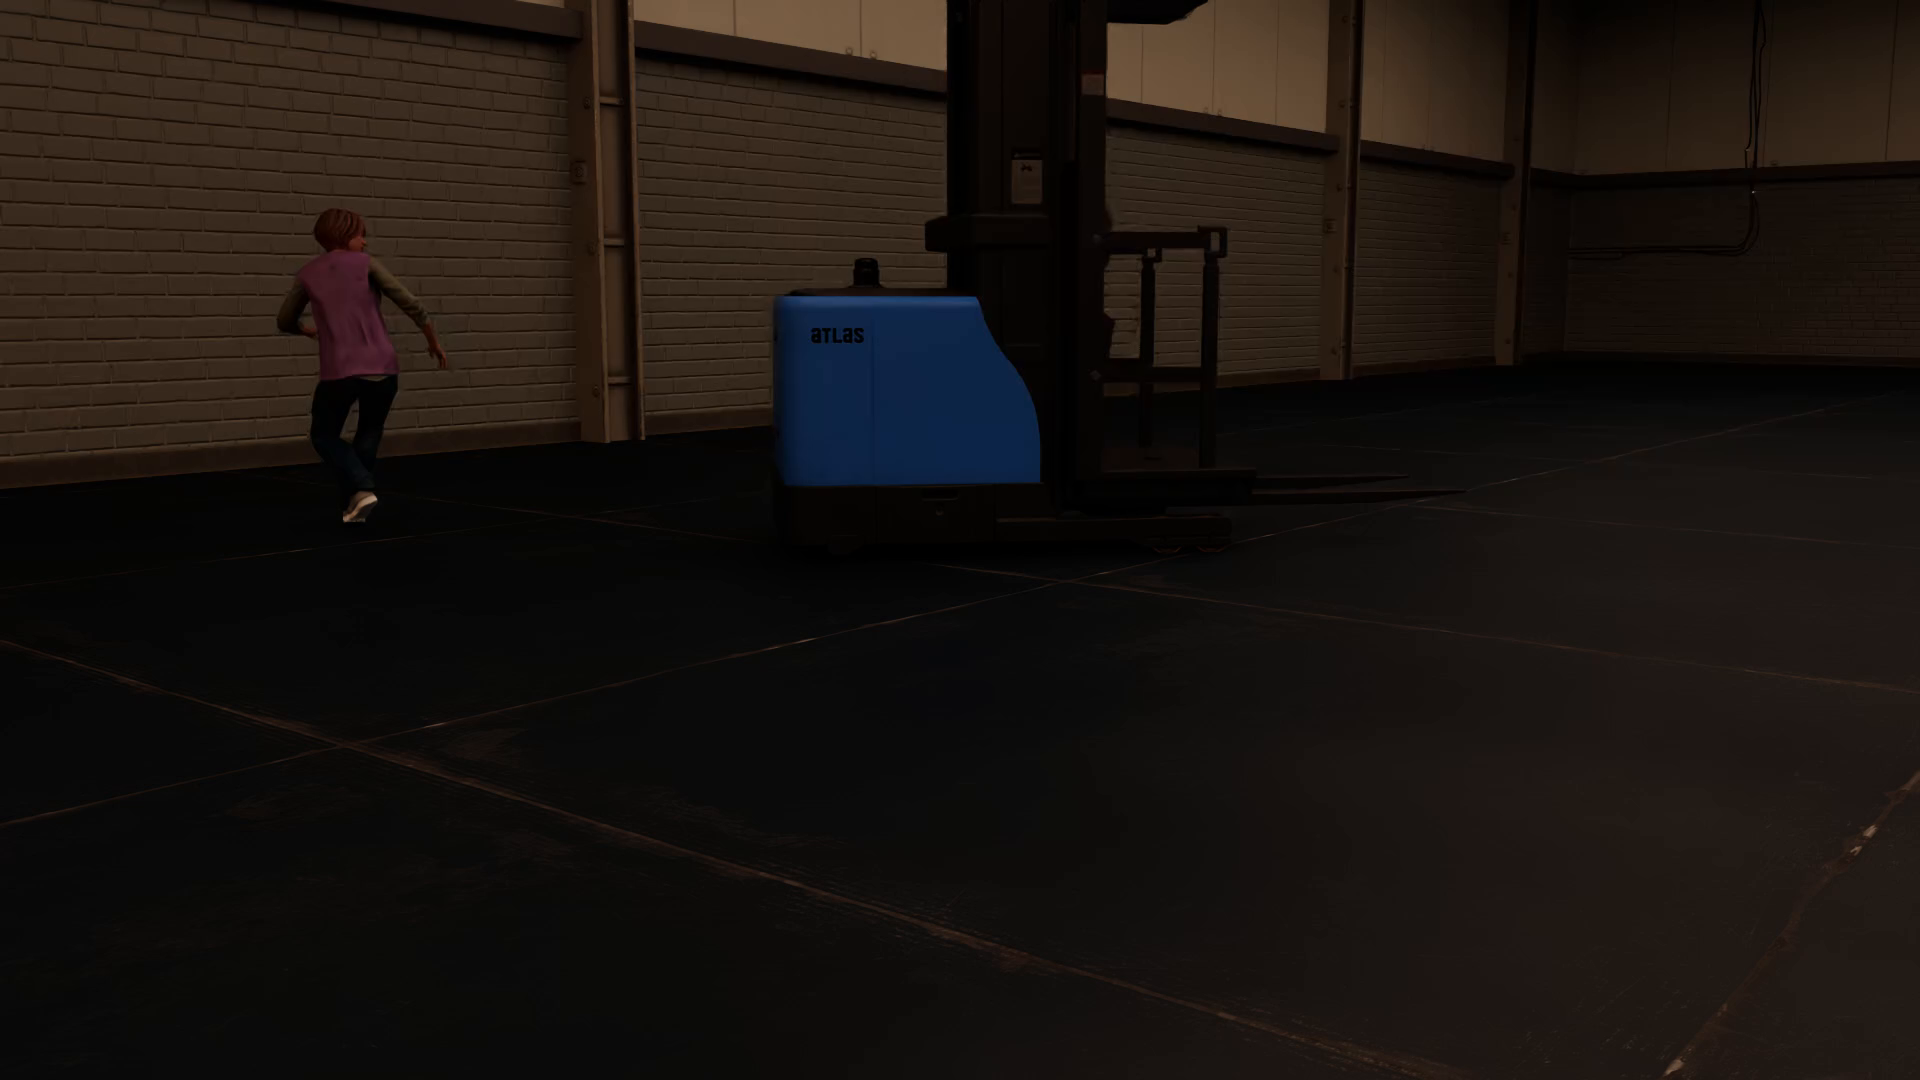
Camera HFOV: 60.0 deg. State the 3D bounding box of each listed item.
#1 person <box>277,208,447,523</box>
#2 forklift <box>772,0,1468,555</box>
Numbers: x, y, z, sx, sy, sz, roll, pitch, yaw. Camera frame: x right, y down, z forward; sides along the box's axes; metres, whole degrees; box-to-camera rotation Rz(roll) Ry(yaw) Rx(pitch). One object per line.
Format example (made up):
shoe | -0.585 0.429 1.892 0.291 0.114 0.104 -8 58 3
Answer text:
person | -2.791 -0.795 7.795 0.738 1.477 0.758 -3 9 -22
forklift | 0.702 -1.462 7.273 3.031 2.935 1.130 -1 8 -9
